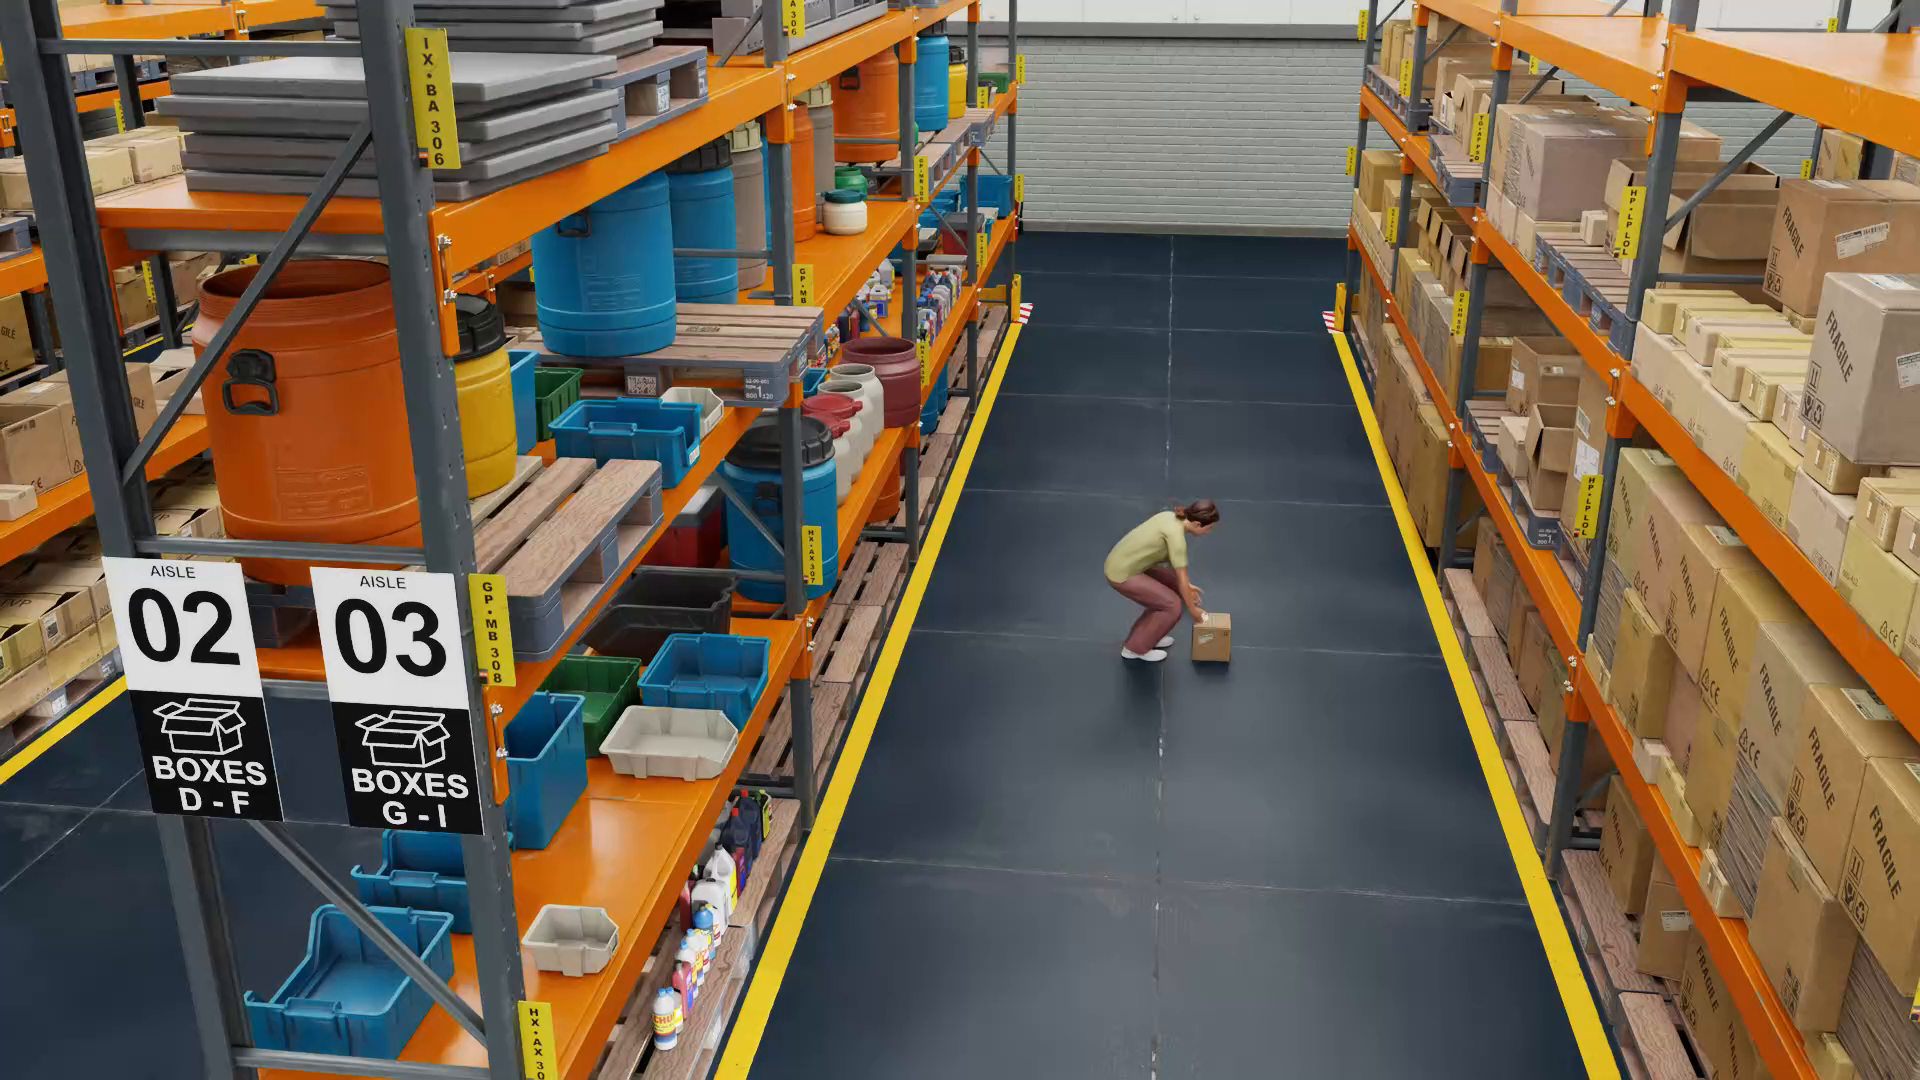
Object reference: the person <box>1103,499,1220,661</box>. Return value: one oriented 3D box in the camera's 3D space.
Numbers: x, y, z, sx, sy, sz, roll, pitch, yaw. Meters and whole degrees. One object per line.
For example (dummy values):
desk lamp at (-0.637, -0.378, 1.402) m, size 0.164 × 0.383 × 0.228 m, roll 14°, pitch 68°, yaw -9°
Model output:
person at (1.352, 0.241, 11.260) m, size 0.757 × 1.103 × 0.502 m, roll 2°, pitch 21°, yaw 6°
